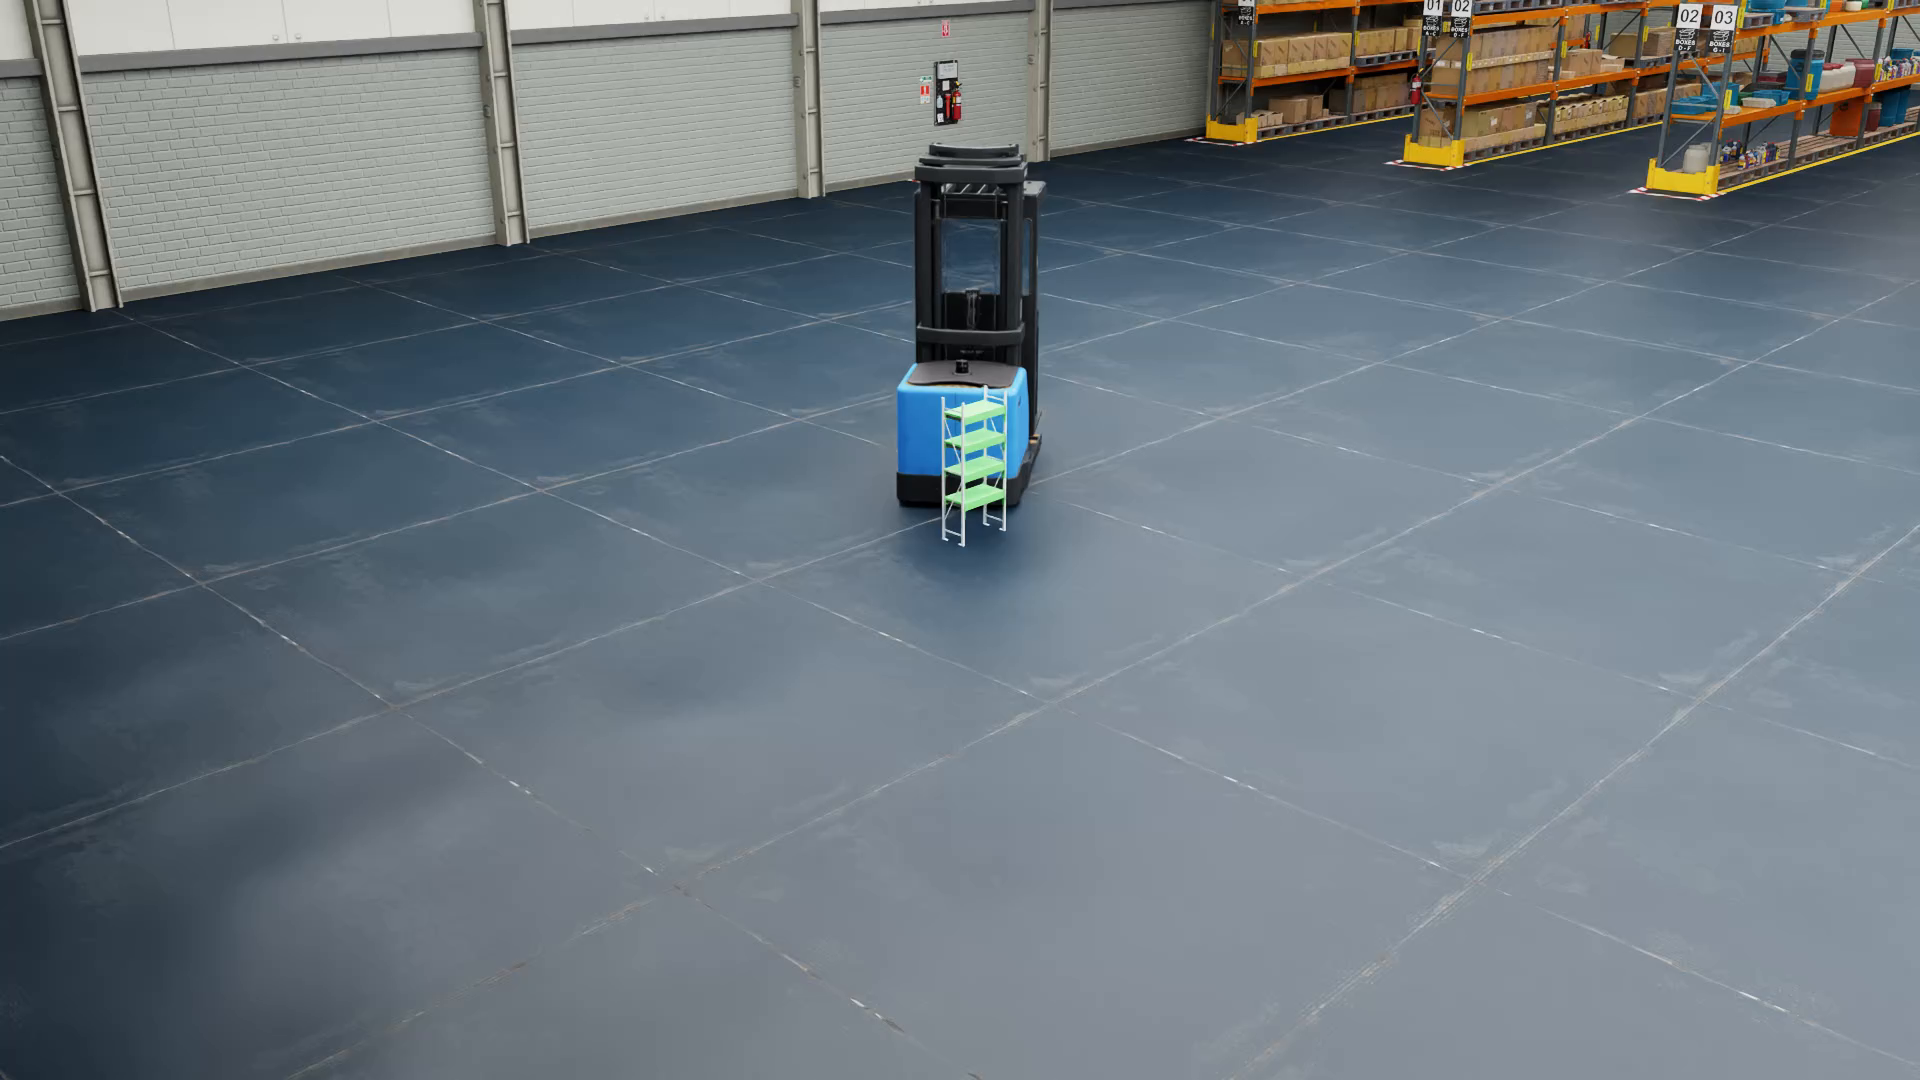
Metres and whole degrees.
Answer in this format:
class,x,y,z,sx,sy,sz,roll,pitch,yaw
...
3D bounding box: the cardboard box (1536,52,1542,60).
class,x,y,z,sx,sy,sz,roll,pitch,yaw
cardboard box,11.829,-10.041,34.474,0.380,0.149,0.250,18,28,39

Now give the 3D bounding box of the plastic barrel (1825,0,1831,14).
class,x,y,z,sx,sy,sz,roll,pitch,yaw
plastic barrel,16.878,-10.861,32.771,0.600,0.901,0.708,19,28,41

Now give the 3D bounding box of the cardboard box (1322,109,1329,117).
class,x,y,z,sx,sy,sz,roll,pitch,yaw
cardboard box,8.317,-9.923,38.546,0.380,0.166,0.250,15,26,34

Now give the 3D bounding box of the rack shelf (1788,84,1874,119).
class,x,y,z,sx,sy,sz,roll,pitch,yaw
rack shelf,17.162,-8.884,33.510,1.077,0.370,4.000,19,28,41

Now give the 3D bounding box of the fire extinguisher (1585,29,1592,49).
class,x,y,z,sx,sy,sz,roll,pitch,yaw
fire extinguisher,17.476,-13.983,46.401,0.296,0.674,0.183,19,28,41

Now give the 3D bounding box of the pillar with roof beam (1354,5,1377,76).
class,x,y,z,sx,sy,sz,roll,pitch,yaw
pillar with roof beam,13.017,-13.818,36.983,9.100,9.000,0.400,19,28,41

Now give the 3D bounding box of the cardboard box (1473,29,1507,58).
class,x,y,z,sx,sy,sz,roll,pitch,yaw
cardboard box,10.516,-9.967,33.377,0.700,0.500,0.500,19,28,41

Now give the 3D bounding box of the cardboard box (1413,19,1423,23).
class,x,y,z,sx,sy,sz,roll,pitch,yaw
cardboard box,11.240,-12.672,40.706,0.380,0.149,0.250,15,26,34

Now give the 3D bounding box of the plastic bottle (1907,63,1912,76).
class,x,y,z,sx,sy,sz,roll,pitch,yaw
plastic bottle,20.697,-10.298,36.360,0.152,0.276,0.135,19,28,41

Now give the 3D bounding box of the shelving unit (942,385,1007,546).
class,x,y,z,sx,sy,sz,roll,pitch,yaw
shelving unit,0.115,-0.603,13.470,0.258,1.200,0.503,19,28,41

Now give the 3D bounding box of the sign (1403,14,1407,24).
class,x,y,z,sx,sy,sz,roll,pitch,yaw
sign,11.059,-12.892,41.321,0.100,0.325,0.005,19,28,41

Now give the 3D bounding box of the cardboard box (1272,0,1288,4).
class,x,y,z,sx,sy,sz,roll,pitch,yaw
cardboard box,6.691,-11.765,35.656,0.500,0.500,0.500,-18,27,-39

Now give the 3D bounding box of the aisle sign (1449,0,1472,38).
class,x,y,z,sx,sy,sz,roll,pitch,yaw
aisle sign,9.603,-10.038,31.886,0.394,0.787,0.004,19,28,41

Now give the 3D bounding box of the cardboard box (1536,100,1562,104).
class,x,y,z,sx,sy,sz,roll,pitch,yaw
cardboard box,13.006,-9.559,36.730,0.500,0.311,0.500,19,28,40

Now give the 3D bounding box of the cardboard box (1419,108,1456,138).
class,x,y,z,sx,sy,sz,roll,pitch,yaw
cardboard box,9.591,-8.393,33.432,0.500,0.500,0.500,19,28,41

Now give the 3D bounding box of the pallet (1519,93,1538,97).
class,x,y,z,sx,sy,sz,roll,pitch,yaw
pallet,14.836,-12.116,44.802,1.003,0.211,1.213,19,28,41

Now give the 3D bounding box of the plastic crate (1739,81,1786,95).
class,x,y,z,sx,sy,sz,roll,pitch,yaw
plastic crate,15.310,-8.574,31.787,0.767,0.338,0.504,19,28,41

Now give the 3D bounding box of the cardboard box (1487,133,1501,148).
class,x,y,z,sx,sy,sz,roll,pitch,yaw
cardboard box,10.659,-8.171,33.898,0.500,0.250,0.500,19,28,41

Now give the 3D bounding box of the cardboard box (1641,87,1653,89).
class,x,y,z,sx,sy,sz,roll,pitch,yaw
cardboard box,16.218,-10.582,39.795,0.500,0.500,0.500,18,27,39

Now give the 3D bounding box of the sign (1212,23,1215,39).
class,x,y,z,sx,sy,sz,roll,pitch,yaw
sign,5.494,-10.989,35.929,0.100,0.325,0.005,19,28,41

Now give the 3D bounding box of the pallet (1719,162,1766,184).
class,x,y,z,sx,sy,sz,roll,pitch,yaw
pallet,14.417,-6.927,31.301,1.003,0.211,1.213,19,28,41

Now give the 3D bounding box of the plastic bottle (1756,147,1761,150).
class,x,y,z,sx,sy,sz,roll,pitch,yaw
plastic bottle,15.266,-7.383,31.786,0.152,0.276,0.135,19,28,41

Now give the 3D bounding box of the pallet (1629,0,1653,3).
class,x,y,z,sx,sy,sz,roll,pitch,yaw
pallet,14.601,-12.090,36.930,1.003,0.211,1.213,-19,28,-40

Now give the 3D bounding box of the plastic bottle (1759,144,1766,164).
class,x,y,z,sx,sy,sz,roll,pitch,yaw
plastic bottle,15.165,-7.304,31.477,0.144,0.351,0.185,19,28,40

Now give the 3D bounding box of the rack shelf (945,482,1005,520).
class,x,y,z,sx,sy,sz,roll,pitch,yaw
rack shelf,0.115,-0.319,13.579,0.258,0.148,0.480,19,28,41

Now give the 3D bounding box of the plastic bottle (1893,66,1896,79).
class,x,y,z,sx,sy,sz,roll,pitch,yaw
plastic bottle,19.997,-10.024,35.652,0.097,0.271,0.097,0,21,0

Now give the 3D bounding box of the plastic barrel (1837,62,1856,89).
class,x,y,z,sx,sy,sz,roll,pitch,yaw
plastic barrel,17.992,-9.468,33.871,0.421,0.512,0.421,0,21,0

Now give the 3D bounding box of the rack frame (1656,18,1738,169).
class,x,y,z,sx,sy,sz,roll,pitch,yaw
rack frame,12.976,-7.677,29.368,1.000,3.000,0.127,19,28,41

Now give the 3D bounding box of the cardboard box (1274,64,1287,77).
class,x,y,z,sx,sy,sz,roll,pitch,yaw
cardboard box,6.798,-10.279,36.318,0.500,0.250,0.500,18,28,39

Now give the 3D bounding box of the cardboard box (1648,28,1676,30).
class,x,y,z,sx,sy,sz,roll,pitch,yaw
cardboard box,16.876,-11.987,39.856,0.500,0.500,0.700,-15,26,-34

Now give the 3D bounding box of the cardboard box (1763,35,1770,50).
class,x,y,z,sx,sy,sz,roll,pitch,yaw
cardboard box,20.474,-12.894,42.802,0.500,0.500,0.500,-19,28,-40

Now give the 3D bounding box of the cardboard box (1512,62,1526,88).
class,x,y,z,sx,sy,sz,roll,pitch,yaw
cardboard box,11.199,-9.612,34.262,0.500,0.500,0.700,-20,28,-41

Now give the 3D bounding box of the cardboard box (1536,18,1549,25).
class,x,y,z,sx,sy,sz,roll,pitch,yaw
cardboard box,15.153,-13.703,44.627,0.980,0.700,0.700,18,28,39

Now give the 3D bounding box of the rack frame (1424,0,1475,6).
class,x,y,z,sx,sy,sz,roll,pitch,yaw
rack frame,9.430,-11.718,31.519,1.000,3.000,0.127,19,28,41

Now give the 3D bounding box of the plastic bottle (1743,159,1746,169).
class,x,y,z,sx,sy,sz,roll,pitch,yaw
plastic bottle,14.537,-6.991,30.870,0.097,0.201,0.097,0,21,0

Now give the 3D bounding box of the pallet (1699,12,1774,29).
class,x,y,z,sx,sy,sz,roll,pitch,yaw
pallet,13.623,-9.177,29.353,1.003,0.211,1.213,19,28,41

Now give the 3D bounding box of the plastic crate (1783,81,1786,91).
class,x,y,z,sx,sy,sz,roll,pitch,yaw
plastic crate,16.313,-9.059,32.986,0.392,0.384,0.575,19,28,41

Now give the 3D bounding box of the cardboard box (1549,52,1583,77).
class,x,y,z,sx,sy,sz,roll,pitch,yaw
cardboard box,13.135,-10.322,36.108,0.500,0.500,0.500,-18,27,-38

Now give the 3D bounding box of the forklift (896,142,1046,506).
class,x,y,z,sx,sy,sz,roll,pitch,yaw
forklift,0.179,-2.151,15.086,1.130,2.935,3.031,3,21,8

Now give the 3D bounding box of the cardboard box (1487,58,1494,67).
class,x,y,z,sx,sy,sz,roll,pitch,yaw
cardboard box,10.393,-9.511,33.095,0.380,0.149,0.250,19,28,40

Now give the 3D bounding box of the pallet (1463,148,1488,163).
class,x,y,z,sx,sy,sz,roll,pitch,yaw
pallet,9.933,-7.823,33.635,1.003,0.211,1.213,19,28,41

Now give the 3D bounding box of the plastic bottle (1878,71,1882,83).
class,x,y,z,sx,sy,sz,roll,pitch,yaw
plastic bottle,19.353,-9.783,35.008,0.061,0.283,0.133,19,28,41

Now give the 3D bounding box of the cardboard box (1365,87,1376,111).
class,x,y,z,sx,sy,sz,roll,pitch,yaw
cardboard box,9.494,-10.562,39.745,0.700,0.500,0.500,19,28,40

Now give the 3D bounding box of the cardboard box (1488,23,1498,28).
class,x,y,z,sx,sy,sz,roll,pitch,yaw
cardboard box,13.403,-12.994,42.618,0.500,0.500,0.500,19,28,41

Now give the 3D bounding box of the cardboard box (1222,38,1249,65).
class,x,y,z,sx,sy,sz,roll,pitch,yaw
cardboard box,6.055,-10.621,36.161,0.500,0.500,0.500,19,28,40

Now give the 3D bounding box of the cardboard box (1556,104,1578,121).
class,x,y,z,sx,sy,sz,roll,pitch,yaw
cardboard box,13.040,-9.292,36.034,0.500,0.311,0.500,19,28,40

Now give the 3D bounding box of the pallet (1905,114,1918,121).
class,x,y,z,sx,sy,sz,roll,pitch,yaw
pallet,21.833,-9.659,38.411,1.003,0.211,1.213,19,28,41

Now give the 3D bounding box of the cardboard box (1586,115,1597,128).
class,x,y,z,sx,sy,sz,roll,pitch,yaw
cardboard box,13.752,-9.296,36.826,0.500,0.250,0.500,-20,28,-41

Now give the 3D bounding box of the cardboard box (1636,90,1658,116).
class,x,y,z,sx,sy,sz,roll,pitch,yaw
cardboard box,15.894,-10.194,38.788,0.500,0.500,0.500,18,27,39
